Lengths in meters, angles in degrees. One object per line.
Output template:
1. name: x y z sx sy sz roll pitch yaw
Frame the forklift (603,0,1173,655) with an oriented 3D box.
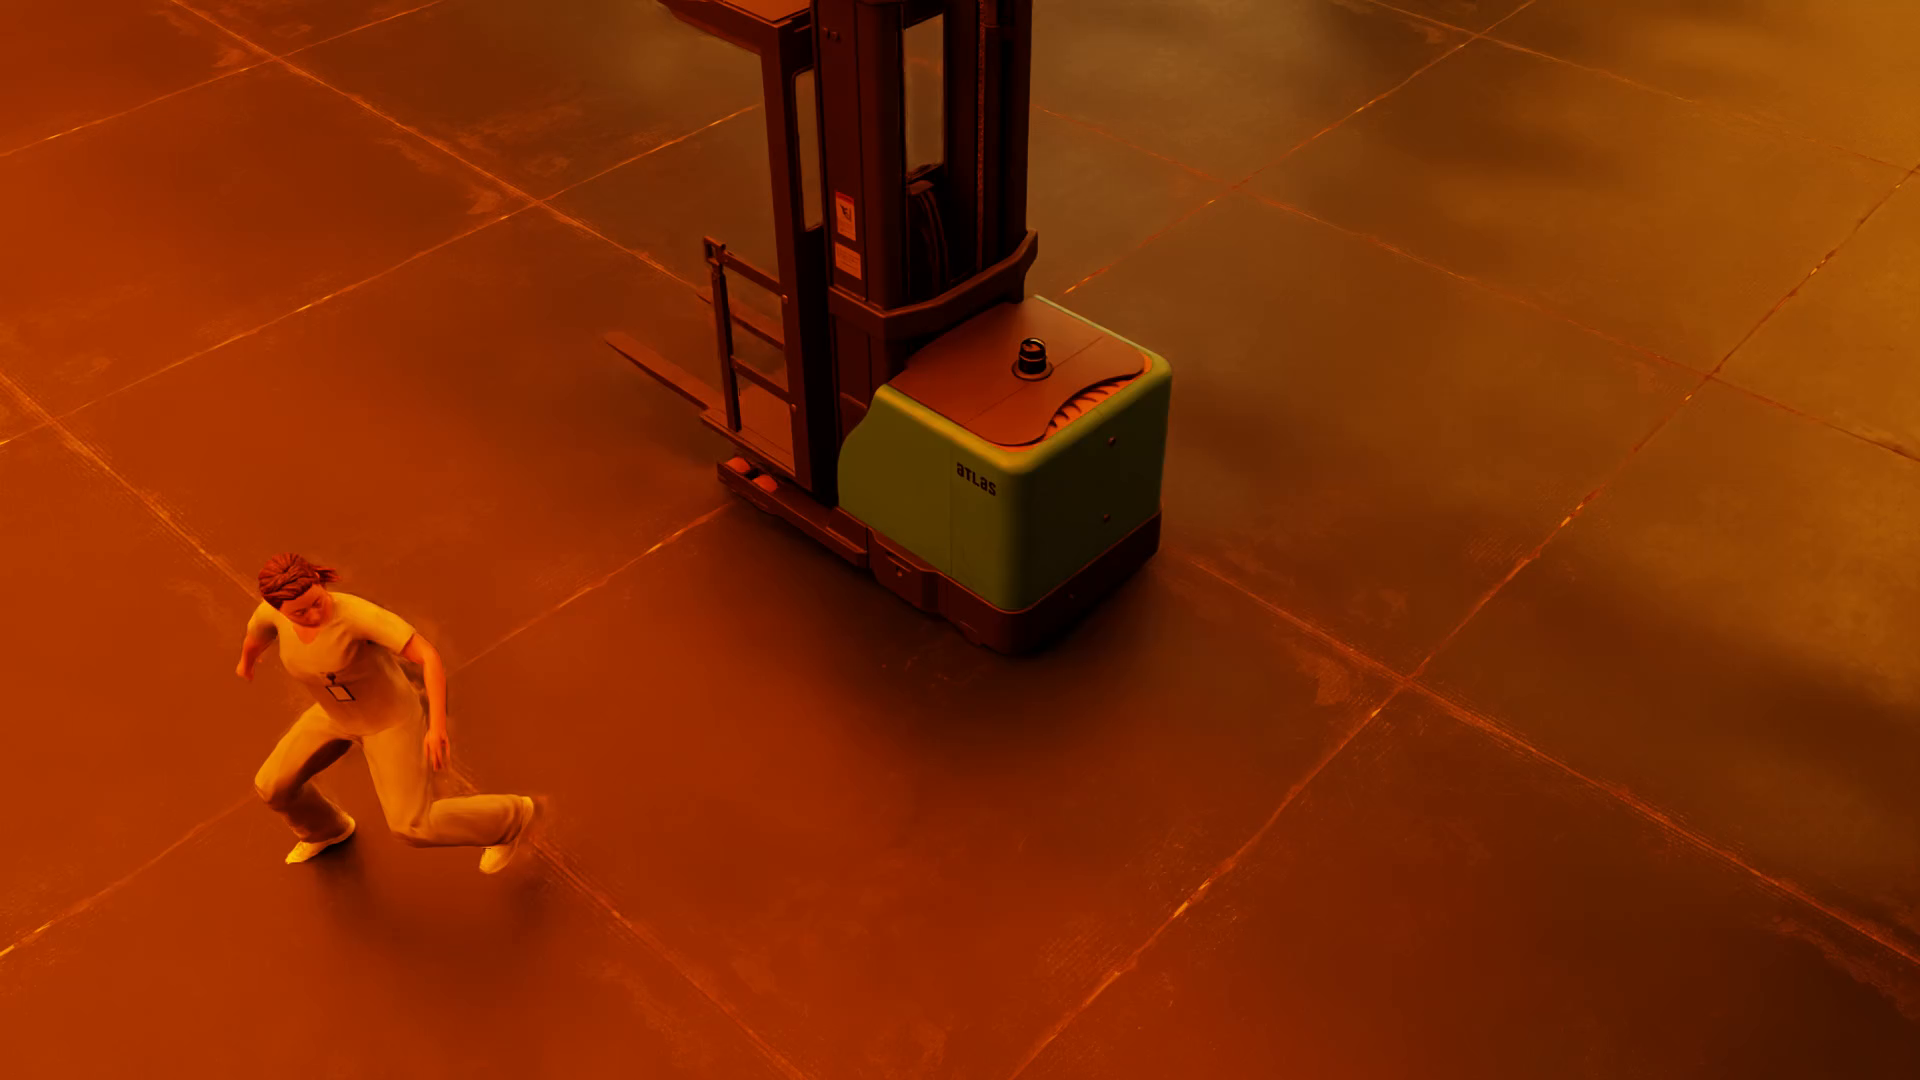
1. forklift: -0.512 -1.472 7.144 3.031 2.935 1.130 32 50 32

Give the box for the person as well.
1. person: -2.146 0.622 5.833 1.062 1.567 0.508 14 43 16
